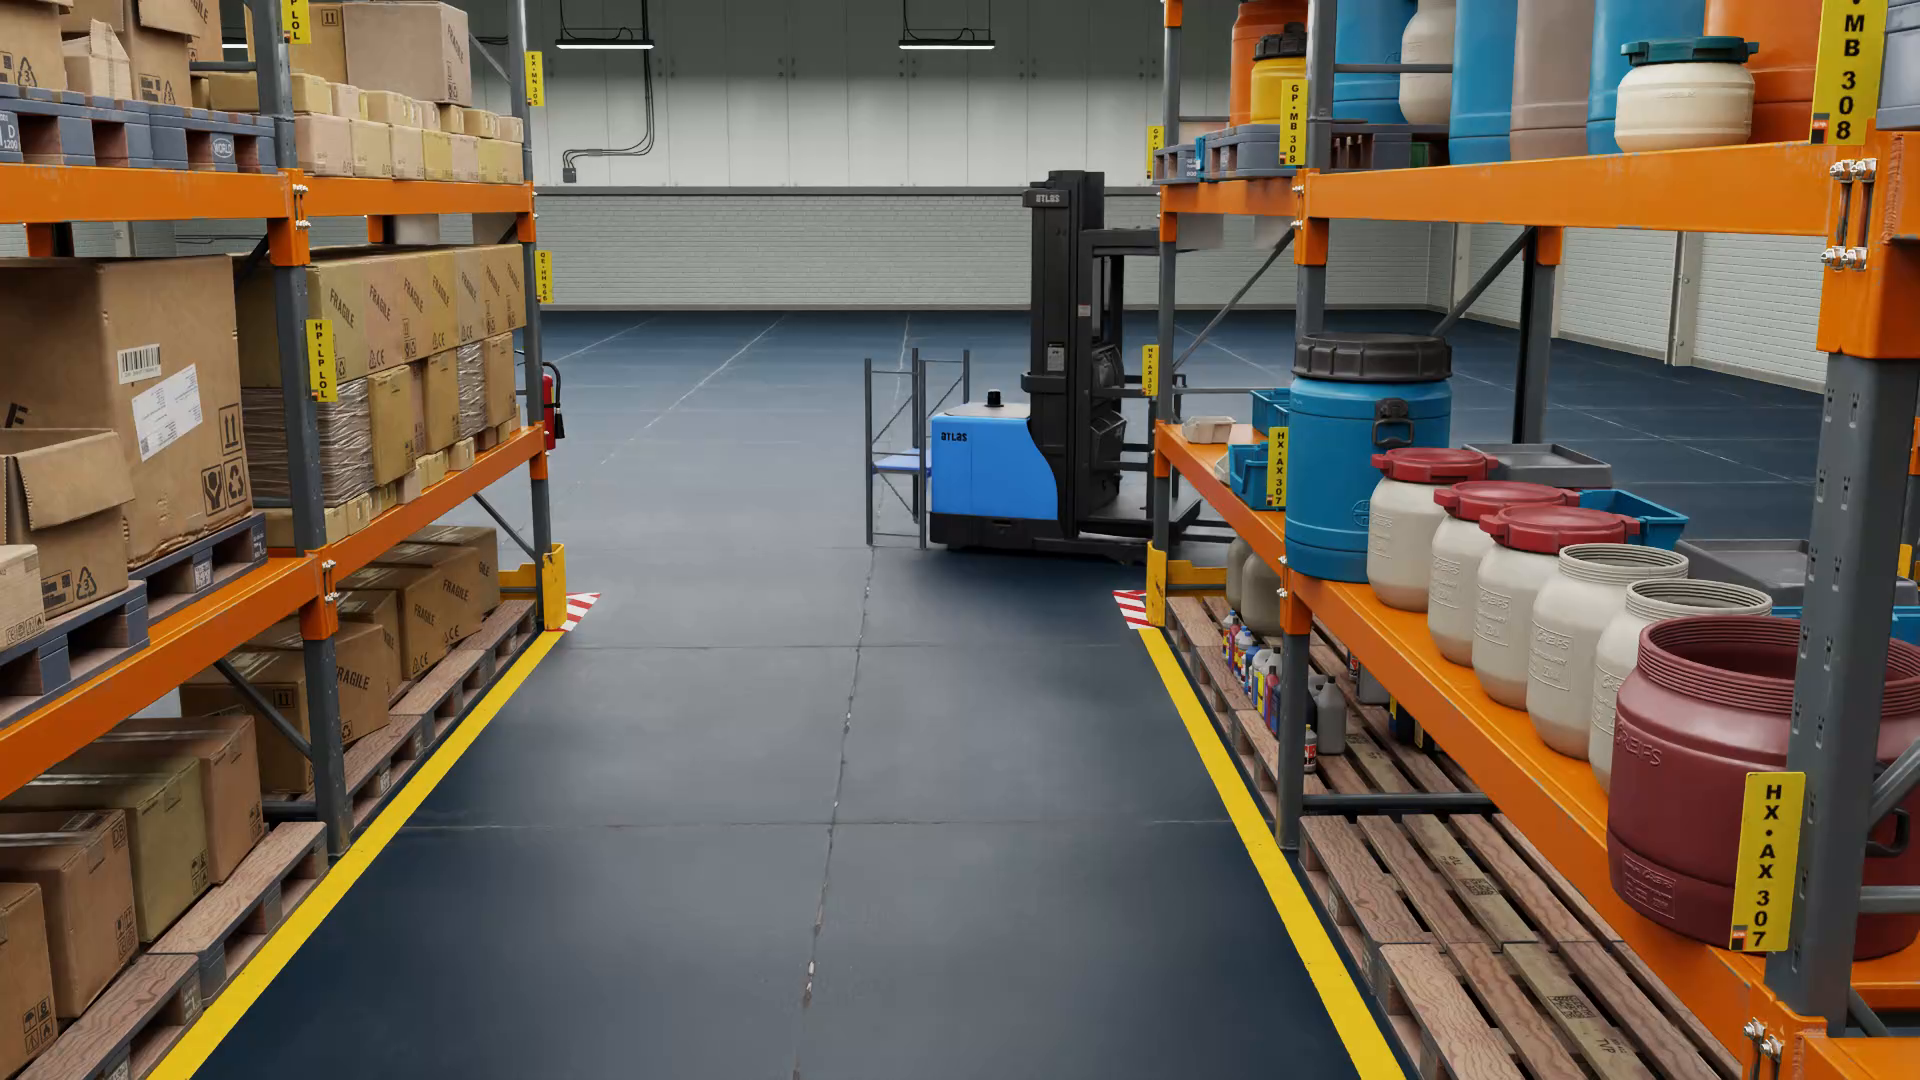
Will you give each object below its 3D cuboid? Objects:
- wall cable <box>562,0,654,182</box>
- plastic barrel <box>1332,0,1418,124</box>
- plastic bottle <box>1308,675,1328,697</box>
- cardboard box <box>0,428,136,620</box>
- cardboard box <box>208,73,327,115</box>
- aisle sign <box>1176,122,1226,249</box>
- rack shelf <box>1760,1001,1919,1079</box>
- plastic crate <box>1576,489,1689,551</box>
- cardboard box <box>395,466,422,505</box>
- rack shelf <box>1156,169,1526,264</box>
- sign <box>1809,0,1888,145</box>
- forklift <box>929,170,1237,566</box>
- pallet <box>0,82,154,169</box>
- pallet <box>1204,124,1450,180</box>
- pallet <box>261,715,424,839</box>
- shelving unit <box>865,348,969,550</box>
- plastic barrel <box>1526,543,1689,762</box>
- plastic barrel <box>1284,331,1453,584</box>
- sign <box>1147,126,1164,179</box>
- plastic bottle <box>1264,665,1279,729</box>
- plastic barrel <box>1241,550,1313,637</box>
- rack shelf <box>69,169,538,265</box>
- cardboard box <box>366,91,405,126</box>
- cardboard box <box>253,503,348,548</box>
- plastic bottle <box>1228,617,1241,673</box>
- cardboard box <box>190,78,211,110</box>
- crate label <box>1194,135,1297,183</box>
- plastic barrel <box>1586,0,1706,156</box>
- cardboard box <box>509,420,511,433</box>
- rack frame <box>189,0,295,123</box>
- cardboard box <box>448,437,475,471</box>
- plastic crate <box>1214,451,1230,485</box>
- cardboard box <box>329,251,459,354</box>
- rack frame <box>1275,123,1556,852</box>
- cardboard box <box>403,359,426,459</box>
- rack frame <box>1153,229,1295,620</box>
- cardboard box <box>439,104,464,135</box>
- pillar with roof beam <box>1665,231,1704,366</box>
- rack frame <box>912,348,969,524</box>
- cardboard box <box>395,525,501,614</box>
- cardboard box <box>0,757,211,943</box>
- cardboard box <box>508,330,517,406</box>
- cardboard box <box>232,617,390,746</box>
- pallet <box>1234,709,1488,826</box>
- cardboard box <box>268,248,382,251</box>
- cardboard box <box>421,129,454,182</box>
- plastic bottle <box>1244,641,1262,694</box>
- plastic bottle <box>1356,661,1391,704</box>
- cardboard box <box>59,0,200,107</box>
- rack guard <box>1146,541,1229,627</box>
[{"bbox_3d":[-8.801,-11.931,41.182,2.305,6.003,0.169,0,11,-1],"label":"wall cable"},{"bbox_3d":[1.944,-2.283,7.406,0.600,0.901,0.708,0,11,-1],"label":"plastic barrel"},{"bbox_3d":[1.700,0.786,7.886,0.152,0.276,0.135,0,11,-1],"label":"plastic bottle"},{"bbox_3d":[-2.966,-0.055,4.969,0.797,0.503,0.637,1,12,5],"label":"cardboard box"},{"bbox_3d":[-2.793,-1.800,6.719,0.380,0.149,0.250,-1,11,-3],"label":"cardboard box"},{"bbox_3d":[1.481,-2.245,10.543,0.394,0.787,0.004,0,11,-1],"label":"aisle sign"},{"bbox_3d":[1.982,1.382,1.011,1.077,0.370,4.000,0,11,-1],"label":"rack shelf"},{"bbox_3d":[2.191,0.063,5.745,0.392,0.384,0.575,0,11,-1],"label":"plastic crate"},{"bbox_3d":[-2.802,-0.262,7.940,0.380,0.149,0.250,0,11,-1],"label":"cardboard box"},{"bbox_3d":[1.816,-1.678,8.551,1.077,0.370,4.000,0,11,-1],"label":"rack shelf"},{"bbox_3d":[1.390,-0.783,2.593,0.100,0.325,0.005,0,11,-1],"label":"sign"},{"bbox_3d":[1.334,-1.354,12.860,3.031,2.935,1.130,4,12,18],"label":"forklift"},{"bbox_3d":[-3.163,-1.191,4.815,1.213,0.211,1.003,0,11,-1],"label":"pallet"},{"bbox_3d":[1.745,-1.683,7.244,1.213,0.211,1.003,0,11,-1],"label":"pallet"},{"bbox_3d":[-3.143,1.091,7.652,1.003,0.211,1.213,0,11,-1],"label":"pallet"},{"bbox_3d":[-0.335,-0.769,13.578,0.538,1.500,1.048,4,12,19],"label":"shelving unit"},{"bbox_3d":[1.697,0.290,4.304,0.421,0.512,0.421,0,11,0],"label":"plastic barrel"},{"bbox_3d":[1.563,-0.331,6.383,0.600,0.901,0.708,0,11,-1],"label":"plastic barrel"},{"bbox_3d":[1.225,-2.431,10.431,0.100,0.325,0.005,0,11,-1],"label":"sign"},{"bbox_3d":[1.507,0.755,8.016,0.061,0.283,0.133,1,11,3],"label":"plastic bottle"},{"bbox_3d":[1.875,0.286,9.808,0.421,0.512,0.421,0,11,0],"label":"plastic barrel"},{"bbox_3d":[-3.136,-1.658,8.451,1.077,0.370,4.000,0,11,-1],"label":"rack shelf"},{"bbox_3d":[-2.817,-2.009,7.747,0.380,0.149,0.250,0,11,-2],"label":"cardboard box"},{"bbox_3d":[-2.798,-0.063,6.959,0.380,0.149,0.250,0,11,-1],"label":"cardboard box"},{"bbox_3d":[1.487,0.564,8.959,0.061,0.283,0.133,0,11,0],"label":"plastic bottle"},{"bbox_3d":[-3.304,-1.851,6.971,0.380,0.149,0.250,0,11,-1],"label":"cardboard box"},{"bbox_3d":[1.483,-1.982,8.613,0.502,0.251,0.408,0,11,-1],"label":"crate label"},{"bbox_3d":[2.112,-1.518,4.694,0.600,0.901,0.708,0,11,-1],"label":"plastic barrel"},{"bbox_3d":[-2.960,-0.709,10.142,0.380,0.149,0.250,0,11,-1],"label":"cardboard box"},{"bbox_3d":[-3.094,-3.083,6.121,1.000,3.000,0.127,0,11,-1],"label":"rack frame"},{"bbox_3d":[-2.829,-0.461,8.919,0.380,0.149,0.250,0,11,-1],"label":"cardboard box"},{"bbox_3d":[1.571,-0.355,8.430,0.530,0.136,0.437,0,11,-1],"label":"plastic crate"},{"bbox_3d":[-2.892,-1.216,8.494,0.500,0.500,0.500,0,11,-1],"label":"cardboard box"},{"bbox_3d":[1.858,-0.163,6.818,1.000,3.000,0.127,0,11,-1],"label":"rack frame"},{"bbox_3d":[-3.128,-0.626,8.099,0.875,0.500,0.500,0,11,-1],"label":"cardboard box"},{"bbox_3d":[1.775,-0.958,10.737,1.000,3.000,0.127,0,11,-1],"label":"rack frame"},{"bbox_3d":[-2.840,-2.217,8.773,0.380,0.149,0.250,-1,11,-4],"label":"cardboard box"},{"bbox_3d":[7.883,-7.364,27.223,9.100,9.000,0.400,0,11,-1],"label":"pillar with roof beam"},{"bbox_3d":[-0.162,-0.864,14.047,0.500,1.500,0.032,4,12,19],"label":"rack frame"},{"bbox_3d":[-3.181,0.206,10.232,0.500,0.500,0.500,2,12,9],"label":"cardboard box"},{"bbox_3d":[-3.112,1.084,5.853,0.700,0.500,0.500,0,11,-2],"label":"cardboard box"},{"bbox_3d":[-3.193,-1.023,10.058,0.875,0.500,0.500,0,11,-1],"label":"cardboard box"},{"bbox_3d":[-3.082,0.683,7.878,0.500,0.500,0.500,4,12,17],"label":"cardboard box"},{"bbox_3d":[1.885,1.070,7.754,1.003,0.211,1.213,0,11,-1],"label":"pallet"},{"bbox_3d":[-3.423,-1.313,8.974,0.500,0.500,0.500,0,11,-1],"label":"cardboard box"},{"bbox_3d":[-2.882,-1.938,8.402,0.500,0.250,0.500,0,11,-2],"label":"cardboard box"},{"bbox_3d":[1.514,0.653,8.550,0.097,0.271,0.097,0,11,0],"label":"plastic bottle"},{"bbox_3d":[2.096,0.678,8.418,0.152,0.276,0.135,0,11,-1],"label":"plastic bottle"},{"bbox_3d":[-3.184,-1.775,5.905,0.797,0.503,0.637,-1,11,-4],"label":"cardboard box"},{"bbox_3d":[1.824,0.282,10.912,1.175,0.500,0.348,0,11,-1],"label":"rack guard"}]
